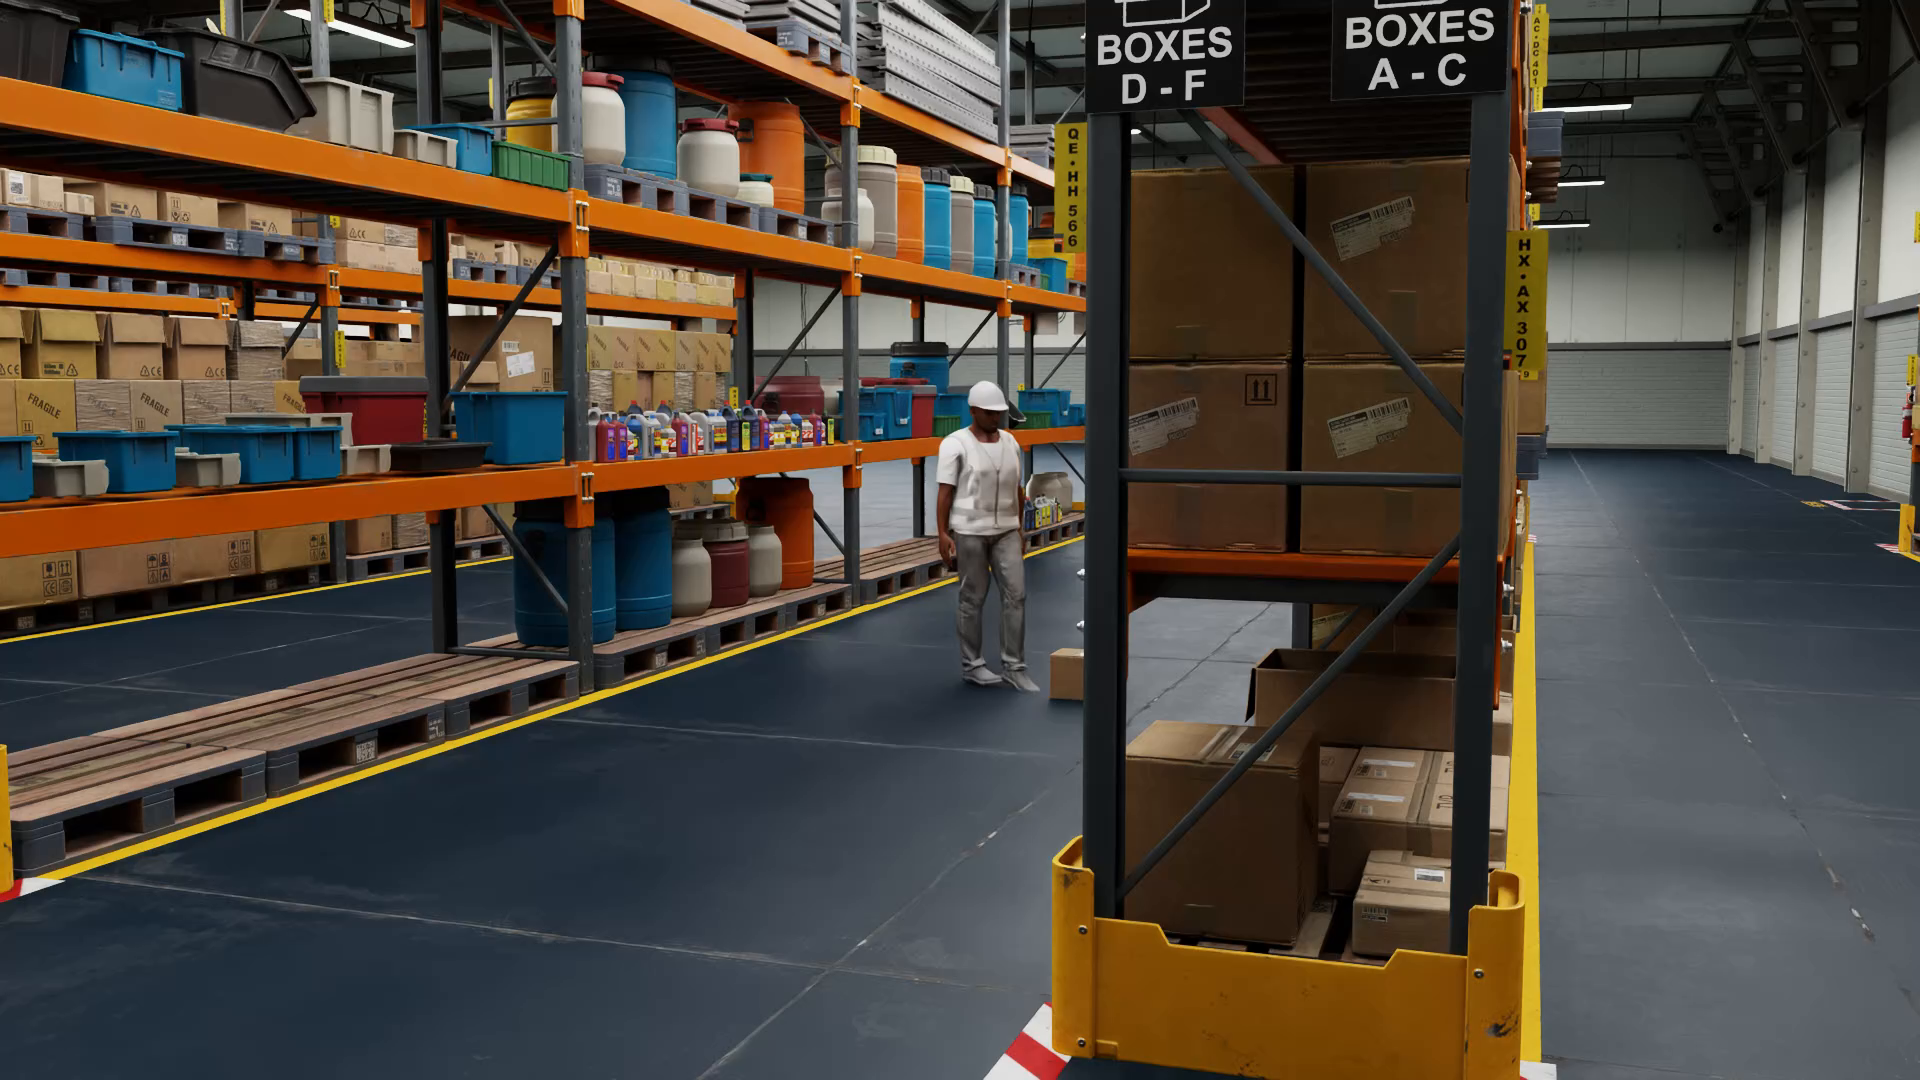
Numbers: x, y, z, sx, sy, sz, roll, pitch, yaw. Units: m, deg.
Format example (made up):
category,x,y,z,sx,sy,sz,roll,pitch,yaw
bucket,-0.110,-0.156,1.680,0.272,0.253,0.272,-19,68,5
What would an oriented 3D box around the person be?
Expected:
category,x,y,z,sx,sy,sz,roll,pitch,yaw
person,0.174,-0.008,9.587,0.589,1.812,0.523,-3,6,-26
